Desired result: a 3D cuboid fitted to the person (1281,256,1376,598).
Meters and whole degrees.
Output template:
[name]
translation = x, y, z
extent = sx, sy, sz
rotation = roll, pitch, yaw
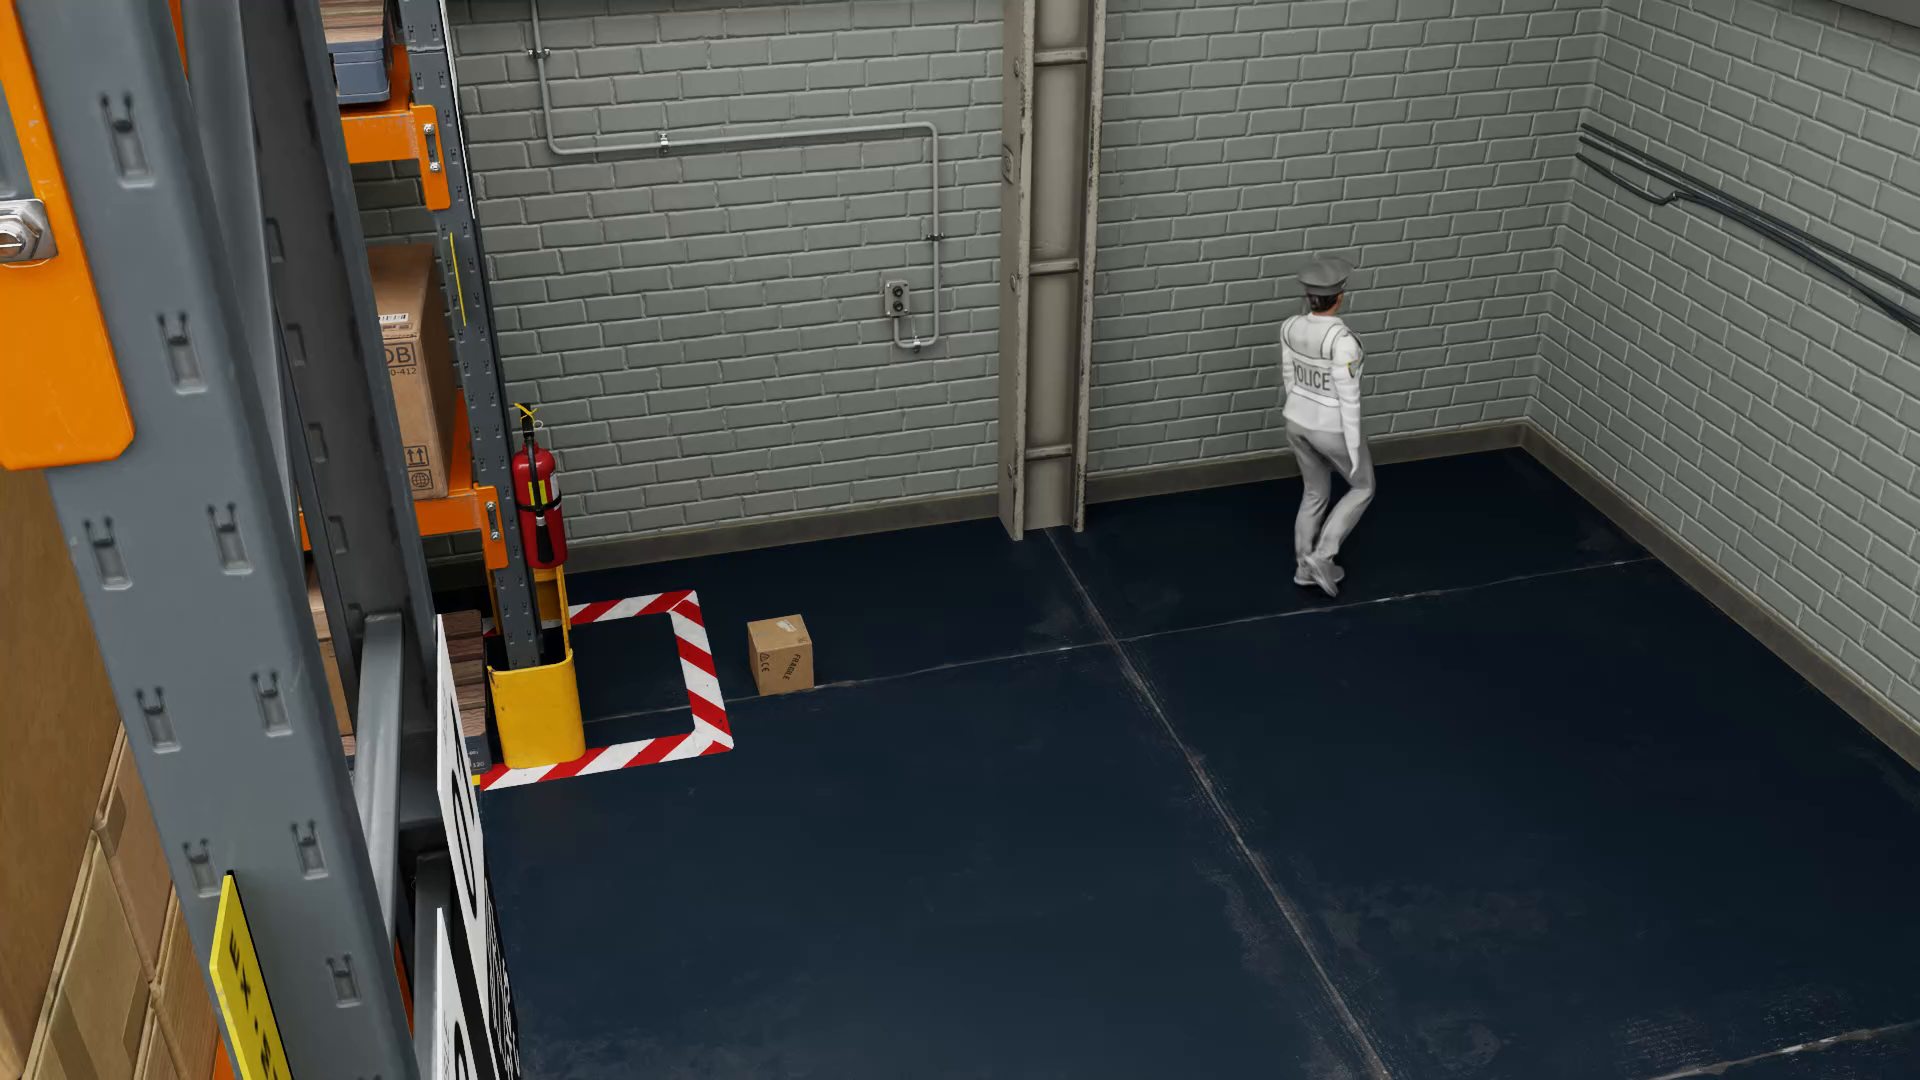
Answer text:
[person]
translation = 1.770, -0.537, 7.999
extent = 0.426, 1.655, 0.544
rotation = -20, 36, -30
